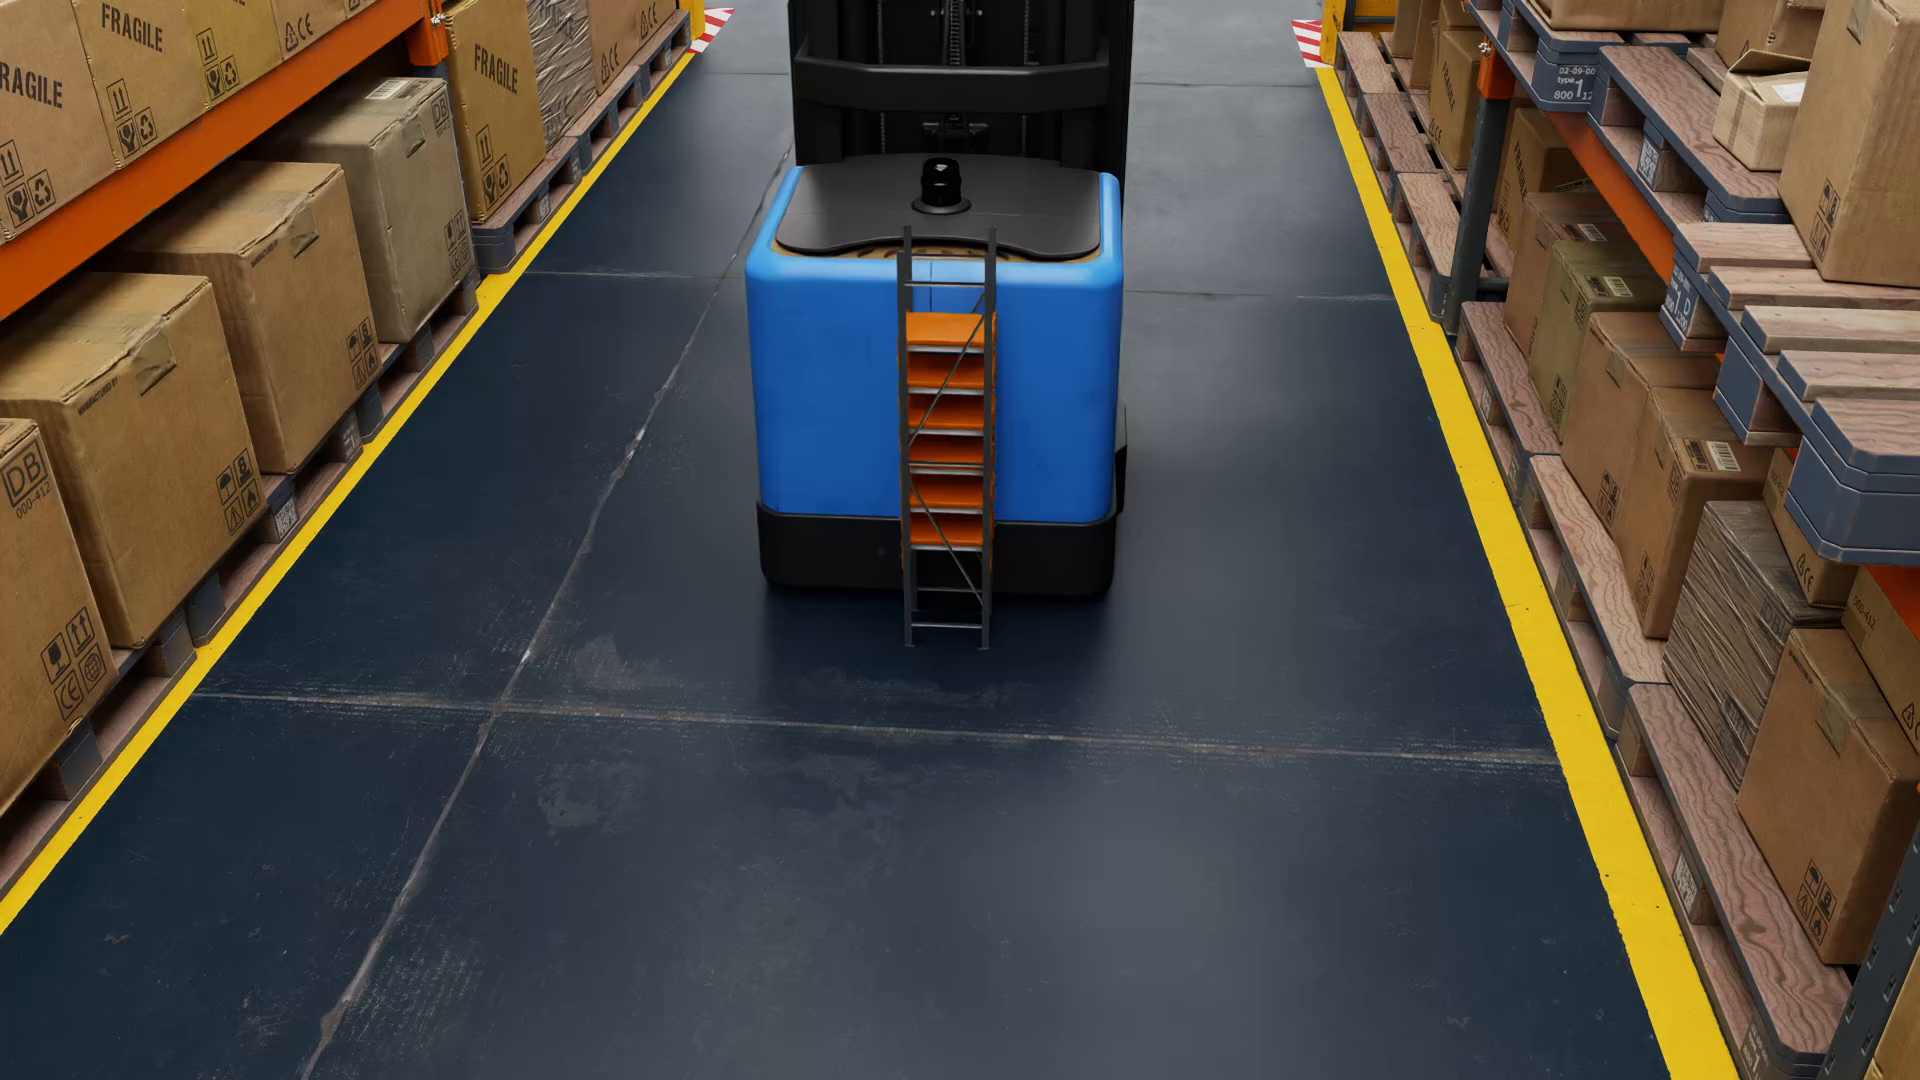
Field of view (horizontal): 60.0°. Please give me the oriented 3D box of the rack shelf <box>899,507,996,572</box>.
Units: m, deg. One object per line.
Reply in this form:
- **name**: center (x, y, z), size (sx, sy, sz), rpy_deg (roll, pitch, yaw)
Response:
- **rack shelf**: center (-0.032, -0.005, 4.657), size (0.258, 0.103, 0.180), rpy_deg (2, 32, 3)

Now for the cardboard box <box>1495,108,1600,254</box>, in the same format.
- **cardboard box**: center (2.490, -1.404, 6.651), size (0.500, 0.500, 0.500), rpy_deg (2, 32, 2)

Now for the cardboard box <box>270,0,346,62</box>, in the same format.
- **cardboard box**: center (-2.335, -1.841, 5.282), size (0.500, 0.500, 0.500), rpy_deg (2, 32, 3)

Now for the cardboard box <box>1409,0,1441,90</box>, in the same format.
- **cardboard box**: center (2.661, -2.648, 8.670), size (0.500, 0.500, 0.500), rpy_deg (11, 33, 17)

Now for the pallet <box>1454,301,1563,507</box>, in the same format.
- **pallet**: center (2.356, -0.487, 5.840), size (1.003, 0.211, 1.213), rpy_deg (2, 32, 4)

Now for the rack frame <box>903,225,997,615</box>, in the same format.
- **rack frame**: center (-0.026, -0.295, 4.586), size (0.240, 1.200, 0.006), rpy_deg (2, 32, 3)

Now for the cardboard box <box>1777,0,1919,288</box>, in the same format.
- **cardboard box**: center (2.042, -0.792, 3.180), size (0.700, 0.500, 0.500), rpy_deg (7, 32, 11)

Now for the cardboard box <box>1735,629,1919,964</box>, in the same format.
- **cardboard box**: center (2.126, 0.536, 3.485), size (0.700, 0.500, 0.500), rpy_deg (1, 32, 1)

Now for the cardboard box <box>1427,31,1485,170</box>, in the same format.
- **cardboard box**: center (2.501, -2.032, 7.670), size (0.500, 0.500, 0.500), rpy_deg (0, 32, 0)

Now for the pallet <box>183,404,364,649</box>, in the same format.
- **pallet**: center (-2.602, -0.113, 5.232), size (1.003, 0.211, 1.213), rpy_deg (2, 32, 4)

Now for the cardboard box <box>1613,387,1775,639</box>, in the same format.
- **cardboard box**: center (2.198, -0.052, 4.438), size (0.700, 0.500, 0.500), rpy_deg (5, 32, 8)

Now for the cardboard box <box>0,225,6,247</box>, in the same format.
- **cardboard box**: center (-2.499, -0.787, 3.572), size (0.500, 0.500, 0.500), rpy_deg (2, 32, 4)

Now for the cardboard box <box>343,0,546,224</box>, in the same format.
- **cardboard box**: center (-2.397, -1.947, 7.174), size (0.875, 0.875, 0.875), rpy_deg (3, 32, 5)

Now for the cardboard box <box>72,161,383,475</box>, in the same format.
- **cardboard box**: center (-2.561, -0.735, 5.327), size (1.050, 0.750, 0.750), rpy_deg (2, 32, 4)

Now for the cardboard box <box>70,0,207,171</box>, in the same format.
- **cardboard box**: center (-2.415, -1.311, 4.422), size (0.500, 0.500, 0.500), rpy_deg (2, 32, 3)

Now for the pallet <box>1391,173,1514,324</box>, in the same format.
- **pallet**: center (2.437, -1.247, 7.073), size (1.003, 0.211, 1.213), rpy_deg (2, 32, 4)

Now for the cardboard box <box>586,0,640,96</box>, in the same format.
- **cardboard box**: center (-2.251, -2.895, 8.713), size (0.875, 0.875, 0.875), rpy_deg (2, 32, 3)

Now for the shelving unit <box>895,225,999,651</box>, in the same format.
- **shelving unit**: center (-0.032, -0.248, 4.508), size (0.258, 1.200, 0.189), rpy_deg (2, 32, 3)

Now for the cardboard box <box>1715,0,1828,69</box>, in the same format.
- **cardboard box**: center (2.368, -1.394, 4.154), size (0.797, 0.503, 0.637), rpy_deg (6, 32, 9)

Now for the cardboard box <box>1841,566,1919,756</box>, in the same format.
- **cardboard box**: center (2.116, 0.216, 3.289), size (0.500, 0.250, 0.500), rpy_deg (4, 32, 6)

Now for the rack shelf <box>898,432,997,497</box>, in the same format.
- **rack shelf**: center (-0.032, -0.210, 4.531), size (0.258, 0.103, 0.180), rpy_deg (2, 32, 3)

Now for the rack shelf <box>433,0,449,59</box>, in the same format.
- **rack shelf**: center (-2.355, -3.086, 8.084), size (1.077, 0.370, 4.000), rpy_deg (2, 32, 4)

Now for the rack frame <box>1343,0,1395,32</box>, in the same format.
- **rack frame**: center (2.743, -4.173, 9.163), size (1.000, 3.000, 0.127), rpy_deg (2, 32, 4)

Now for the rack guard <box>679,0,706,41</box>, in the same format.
- **rack guard**: center (-2.190, -3.386, 10.269), size (1.175, 0.500, 0.348), rpy_deg (2, 32, 4)

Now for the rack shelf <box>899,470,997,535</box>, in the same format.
- **rack shelf**: center (-0.032, -0.108, 4.594), size (0.258, 0.103, 0.180), rpy_deg (2, 32, 3)

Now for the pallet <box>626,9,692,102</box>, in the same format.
- **pallet**: center (-2.179, -2.829, 9.640), size (1.003, 0.211, 1.213), rpy_deg (2, 32, 4)

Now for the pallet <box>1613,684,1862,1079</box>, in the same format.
- **pallet**: center (2.157, 0.788, 3.769), size (1.003, 0.211, 1.213), rpy_deg (2, 32, 4)

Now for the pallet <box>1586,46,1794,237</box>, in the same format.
- **pallet**: center (2.212, -0.945, 4.108), size (1.003, 0.211, 1.213), rpy_deg (2, 32, 4)

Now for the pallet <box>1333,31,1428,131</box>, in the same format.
- **pallet**: center (2.636, -2.523, 9.143), size (1.003, 0.211, 1.213), rpy_deg (2, 32, 4)

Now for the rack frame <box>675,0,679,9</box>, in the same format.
- **rack frame**: center (-2.192, -4.438, 9.592), size (1.000, 3.000, 0.127), rpy_deg (2, 32, 4)

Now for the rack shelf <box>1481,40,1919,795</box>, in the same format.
- **rack shelf**: center (2.255, -0.730, 4.261), size (1.077, 0.370, 4.000), rpy_deg (2, 32, 4)

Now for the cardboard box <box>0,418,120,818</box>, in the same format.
- **cardboard box**: center (-2.704, 0.210, 3.795), size (1.050, 0.750, 0.750), rpy_deg (2, 32, 3)

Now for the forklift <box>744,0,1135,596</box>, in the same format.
- **forklift**: center (0.019, -1.831, 5.427), size (1.130, 2.935, 3.031), rpy_deg (2, 32, 3)

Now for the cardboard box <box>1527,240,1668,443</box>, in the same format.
- **cardboard box**: center (2.288, -0.636, 5.386), size (0.700, 0.500, 0.500), rpy_deg (2, 32, 4)

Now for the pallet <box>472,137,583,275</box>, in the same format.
- **pallet**: center (-2.378, -1.554, 7.570), size (1.003, 0.211, 1.213), rpy_deg (2, 32, 4)
